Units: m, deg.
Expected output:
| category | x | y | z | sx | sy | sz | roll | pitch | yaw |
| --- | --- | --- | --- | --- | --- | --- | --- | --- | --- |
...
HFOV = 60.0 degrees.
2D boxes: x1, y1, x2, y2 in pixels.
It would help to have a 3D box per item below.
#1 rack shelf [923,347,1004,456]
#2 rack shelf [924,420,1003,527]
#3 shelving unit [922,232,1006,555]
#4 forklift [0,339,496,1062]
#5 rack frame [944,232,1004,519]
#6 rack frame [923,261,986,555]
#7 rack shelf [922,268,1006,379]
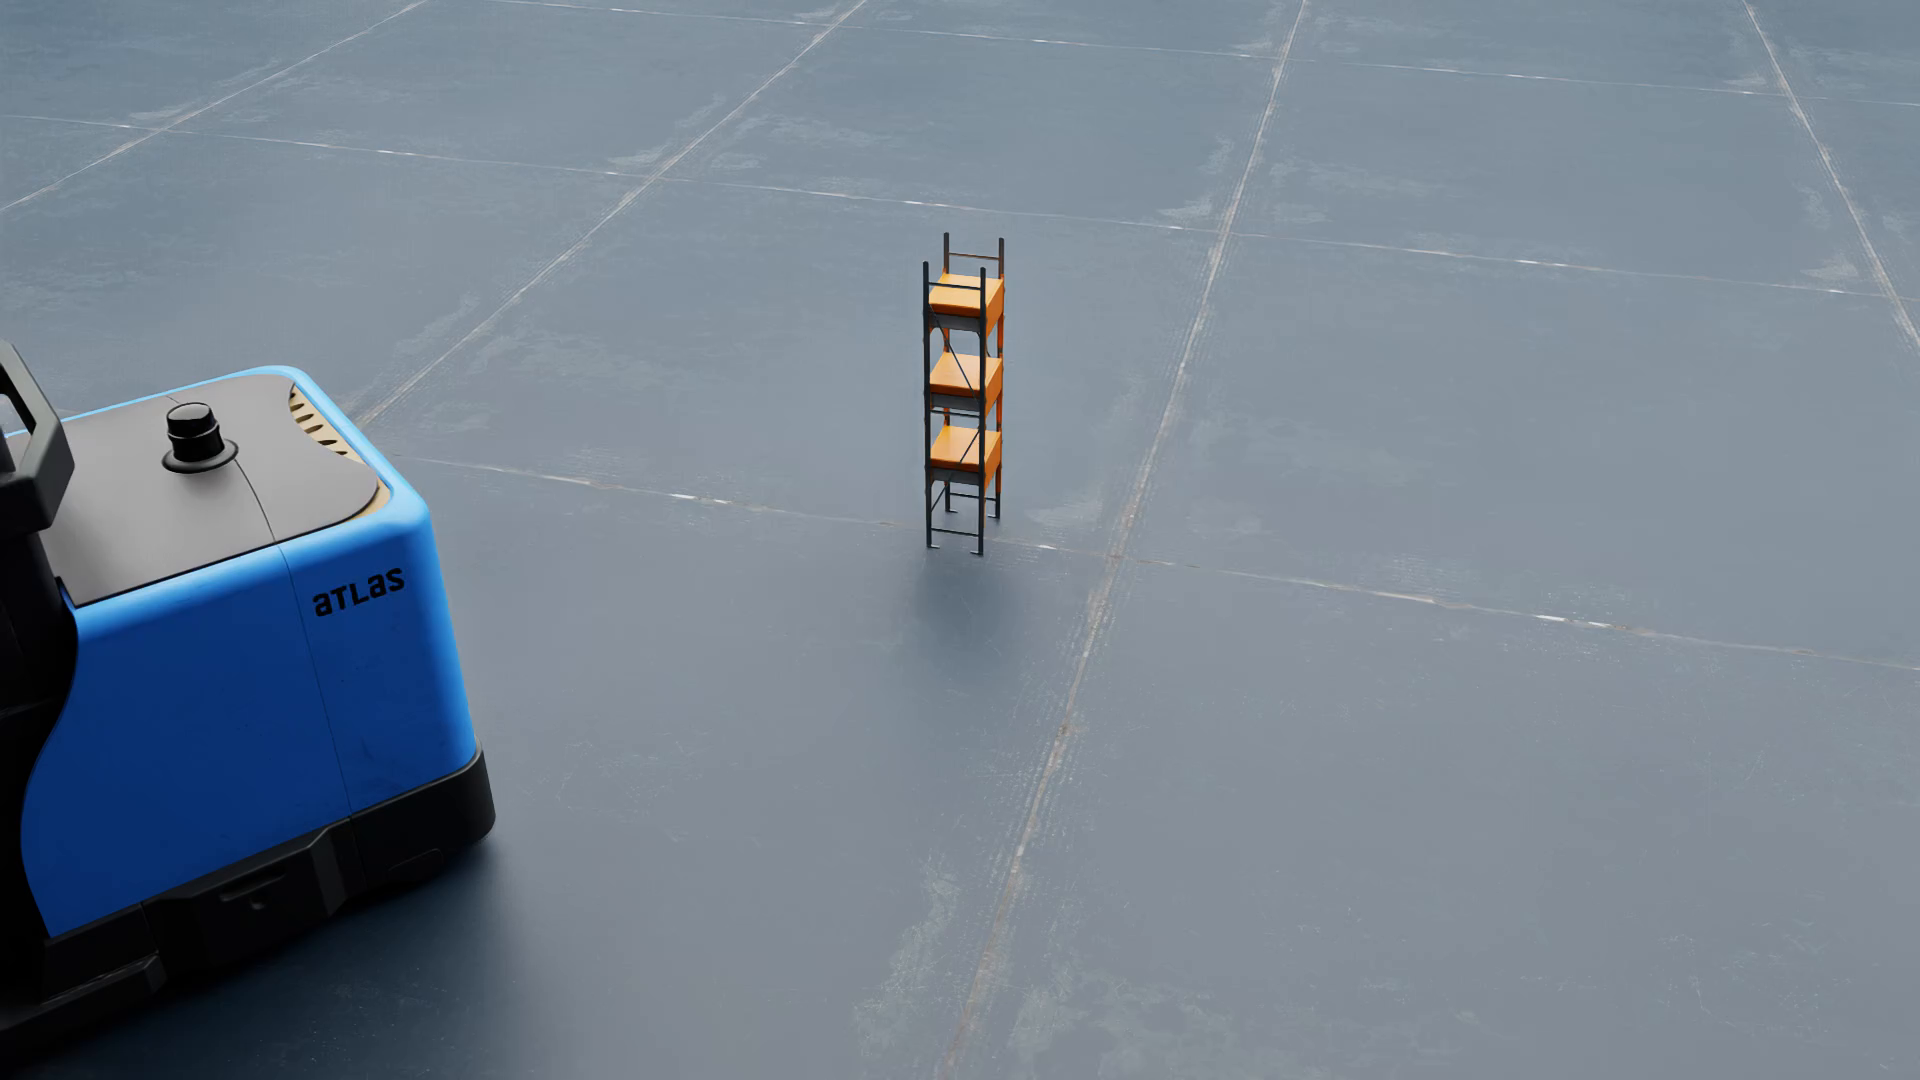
| category | x | y | z | sx | sy | sz | roll | pitch | yaw |
| --- | --- | --- | --- | --- | --- | --- | --- | --- | --- |
| rack shelf | 0.014 | -0.462 | 5.518 | 0.215 | 0.259 | 0.240 | 8 | 33 | 12 |
| rack shelf | 0.014 | -0.227 | 5.667 | 0.215 | 0.259 | 0.240 | 8 | 33 | 12 |
| shelving unit | 0.014 | -0.471 | 5.512 | 0.215 | 1.050 | 0.252 | 8 | 33 | 12 |
| forklift | -2.722 | -0.147 | 3.249 | 3.031 | 2.935 | 1.130 | -22 | 39 | -30 |
| rack frame | 0.045 | -0.534 | 5.612 | 0.200 | 1.050 | 0.008 | 8 | 33 | 12 |
| rack frame | -0.017 | -0.408 | 5.412 | 0.200 | 1.050 | 0.008 | 8 | 33 | 12 |
| rack shelf | 0.014 | -0.701 | 5.365 | 0.215 | 0.259 | 0.240 | 8 | 33 | 12 |
